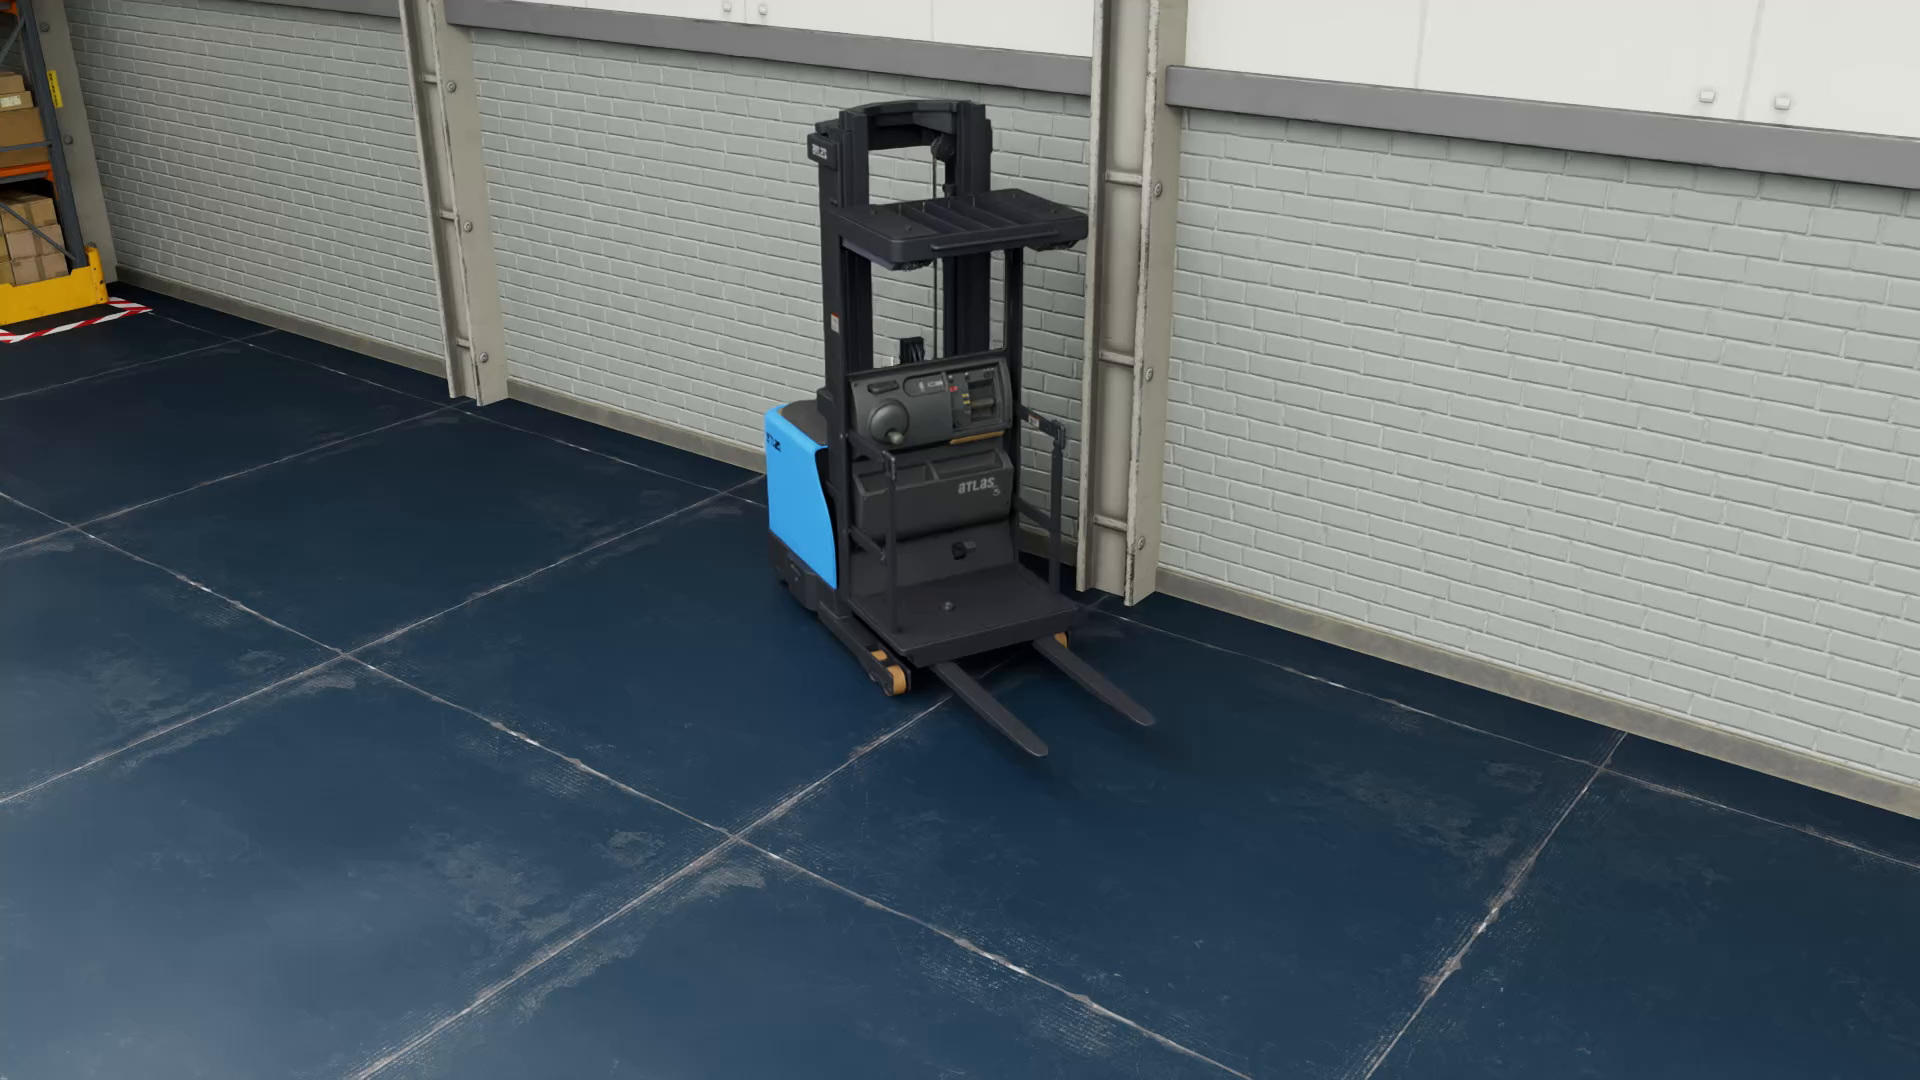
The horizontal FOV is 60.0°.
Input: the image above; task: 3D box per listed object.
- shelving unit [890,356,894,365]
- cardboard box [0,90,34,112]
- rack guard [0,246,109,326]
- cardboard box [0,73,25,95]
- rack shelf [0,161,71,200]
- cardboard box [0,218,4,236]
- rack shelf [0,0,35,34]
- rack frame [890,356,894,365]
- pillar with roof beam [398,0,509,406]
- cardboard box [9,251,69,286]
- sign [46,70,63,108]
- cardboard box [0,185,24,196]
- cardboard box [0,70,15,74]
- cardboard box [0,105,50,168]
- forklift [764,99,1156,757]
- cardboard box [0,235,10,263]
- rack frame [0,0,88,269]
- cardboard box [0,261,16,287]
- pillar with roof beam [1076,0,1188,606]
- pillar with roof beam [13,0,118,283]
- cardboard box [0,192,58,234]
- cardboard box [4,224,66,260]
[{"bbox_3d":[-0.162,-0.573,10.562,0.503,1.200,0.258,17,29,33],"label":"shelving unit"},{"bbox_3d":[-8.754,-4.027,15.240,0.250,0.149,0.380,16,28,32],"label":"cardboard box"},{"bbox_3d":[-8.619,-2.369,15.506,0.348,0.500,1.175,17,29,33],"label":"rack guard"},{"bbox_3d":[-8.779,-4.147,15.145,0.250,0.149,0.380,16,28,32],"label":"cardboard box"},{"bbox_3d":[-10.238,-3.673,16.258,4.000,0.370,1.077,17,29,33],"label":"rack shelf"},{"bbox_3d":[-9.194,-2.921,15.308,0.500,0.250,0.500,18,29,35],"label":"cardboard box"},{"bbox_3d":[-10.238,-5.045,15.653,4.000,0.370,1.077,17,29,33],"label":"rack shelf"},{"bbox_3d":[-0.358,-0.631,10.694,0.015,1.200,0.240,17,29,33],"label":"rack frame"},{"bbox_3d":[-6.435,-3.883,8.402,0.400,9.000,9.100,17,29,33],"label":"pillar with roof beam"},{"bbox_3d":[-8.914,-2.634,15.898,0.500,0.250,0.500,17,29,34],"label":"cardboard box"},{"bbox_3d":[-8.300,-4.128,15.228,0.005,0.325,0.100,17,29,33],"label":"sign"},{"bbox_3d":[-9.311,-3.207,15.957,0.500,0.250,0.500,17,29,33],"label":"cardboard box"},{"bbox_3d":[-8.954,-4.232,15.337,0.250,0.149,0.380,18,29,35],"label":"cardboard box"},{"bbox_3d":[-8.868,-3.774,15.470,0.500,0.500,0.500,18,29,35],"label":"cardboard box"},{"bbox_3d":[-0.043,-0.715,8.737,1.130,2.935,3.031,-12,27,-25],"label":"forklift"},{"bbox_3d":[-9.215,-2.698,15.422,0.500,0.250,0.500,16,29,33],"label":"cardboard box"},{"bbox_3d":[-8.638,-3.518,15.015,0.127,3.000,1.000,17,29,33],"label":"rack frame"},{"bbox_3d":[-9.204,-2.464,15.511,0.500,0.250,0.500,17,29,34],"label":"cardboard box"},{"bbox_3d":[-1.634,-2.432,5.109,0.400,9.000,9.100,17,29,33],"label":"pillar with roof beam"},{"bbox_3d":[-11.237,-5.334,11.695,0.400,9.000,9.100,17,29,33],"label":"pillar with roof beam"},{"bbox_3d":[-8.909,-3.087,15.686,0.500,0.250,0.500,16,29,33],"label":"cardboard box"},{"bbox_3d":[-8.890,-2.862,15.794,0.500,0.250,0.500,17,29,34],"label":"cardboard box"}]
